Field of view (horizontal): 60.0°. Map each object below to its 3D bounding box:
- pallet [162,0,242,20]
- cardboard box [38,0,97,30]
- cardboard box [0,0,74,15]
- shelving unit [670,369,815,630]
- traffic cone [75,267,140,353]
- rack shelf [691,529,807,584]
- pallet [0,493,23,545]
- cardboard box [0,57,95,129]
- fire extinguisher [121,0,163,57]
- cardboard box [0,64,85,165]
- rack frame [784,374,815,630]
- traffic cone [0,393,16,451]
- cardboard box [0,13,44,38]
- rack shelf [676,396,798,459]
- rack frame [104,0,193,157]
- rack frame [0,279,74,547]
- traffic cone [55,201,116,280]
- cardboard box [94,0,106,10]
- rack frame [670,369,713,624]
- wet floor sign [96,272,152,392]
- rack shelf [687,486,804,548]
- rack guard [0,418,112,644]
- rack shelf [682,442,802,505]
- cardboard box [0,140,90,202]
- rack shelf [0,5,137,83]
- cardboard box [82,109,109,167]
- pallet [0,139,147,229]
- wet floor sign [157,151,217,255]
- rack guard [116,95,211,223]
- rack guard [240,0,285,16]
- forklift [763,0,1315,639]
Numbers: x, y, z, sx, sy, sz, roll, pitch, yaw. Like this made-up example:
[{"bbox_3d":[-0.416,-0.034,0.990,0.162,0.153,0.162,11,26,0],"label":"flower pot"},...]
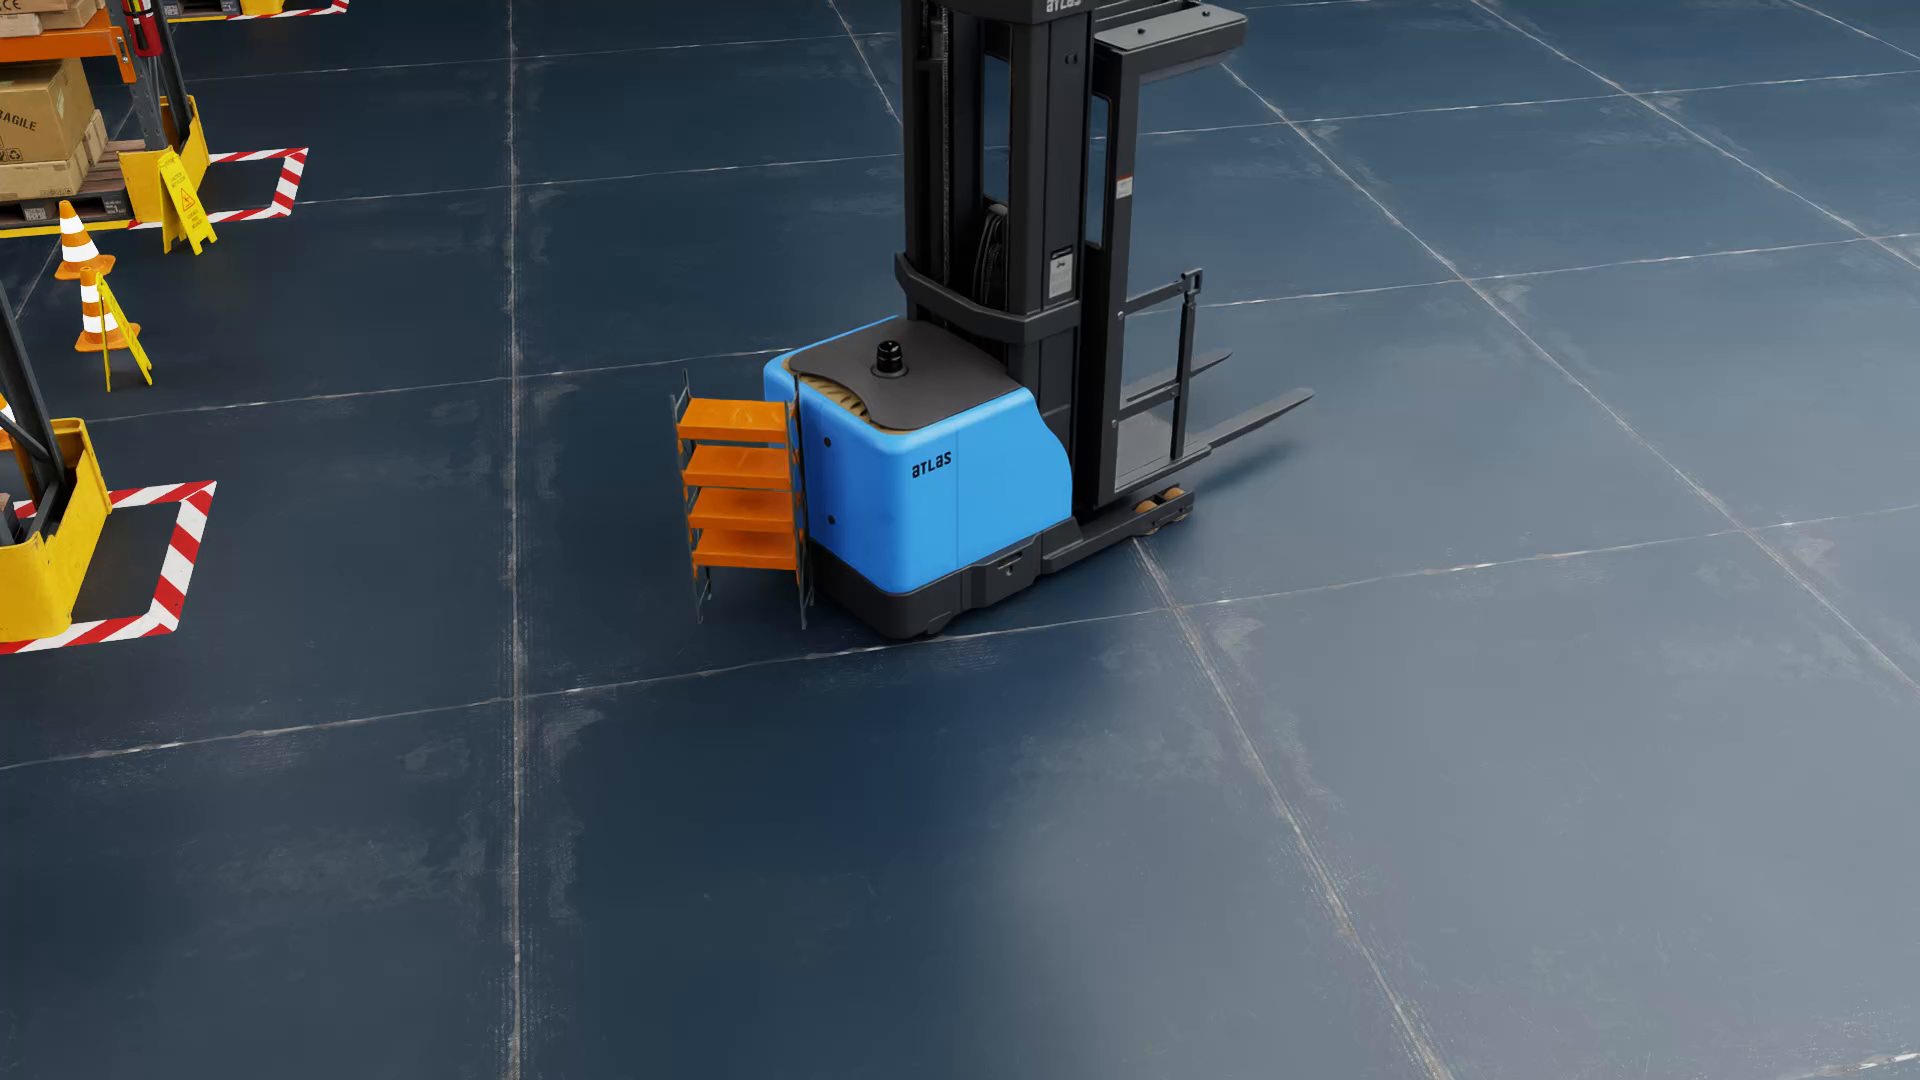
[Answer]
[{"bbox_3d":[-7.433,-5.203,15.814,1.213,0.211,1.003,-7,35,-11],"label":"pallet"},{"bbox_3d":[-5.915,-3.514,11.020,0.250,0.149,0.380,-6,34,-9],"label":"cardboard box"},{"bbox_3d":[-6.066,-3.729,10.759,0.500,0.500,0.500,-8,35,-11],"label":"cardboard box"},{"bbox_3d":[-0.953,-0.163,7.411,0.503,1.200,0.258,3,34,5],"label":"shelving unit"},{"bbox_3d":[-5.156,-1.412,9.938,0.334,0.463,0.336,-7,35,-11],"label":"traffic cone"},{"bbox_3d":[-0.950,0.057,7.560,0.480,0.148,0.258,3,34,5],"label":"rack shelf"},{"bbox_3d":[-5.170,0.196,7.769,1.213,0.211,1.003,-7,35,-11],"label":"pallet"},{"bbox_3d":[-6.469,-3.173,11.703,0.500,0.500,0.500,-8,35,-12],"label":"cardboard box"},{"bbox_3d":[-5.384,-3.512,10.861,0.183,0.674,0.296,-7,35,-11],"label":"fire extinguisher"},{"bbox_3d":[-6.322,-2.884,11.274,0.500,0.500,0.500,-7,34,-10],"label":"cardboard box"},{"bbox_3d":[-0.710,-0.151,7.388,0.015,1.200,0.240,3,34,5],"label":"rack frame"},{"bbox_3d":[-5.238,-0.756,8.961,0.334,0.463,0.336,-7,35,-11],"label":"traffic cone"},{"bbox_3d":[-6.138,-3.423,10.884,0.250,0.149,0.380,-8,35,-11],"label":"cardboard box"},{"bbox_3d":[-0.957,-0.489,7.191,0.480,0.148,0.258,3,34,5],"label":"rack shelf"},{"bbox_3d":[-5.598,-3.781,11.192,0.127,3.000,1.000,-7,35,-11],"label":"rack frame"},{"bbox_3d":[-4.407,-1.103,7.201,0.127,3.000,1.000,-7,35,-11],"label":"rack frame"},{"bbox_3d":[-5.733,-1.973,10.775,0.334,0.463,0.336,-7,35,-11],"label":"traffic cone"},{"bbox_3d":[-5.975,-3.747,11.367,0.250,0.149,0.380,-7,35,-10],"label":"cardboard box"},{"bbox_3d":[-1.195,-0.176,7.434,0.015,1.200,0.240,3,34,5],"label":"rack frame"},{"bbox_3d":[-4.816,-1.205,9.466,0.232,0.644,0.267,-13,36,-19],"label":"wet floor sign"},{"bbox_3d":[-0.952,-0.107,7.449,0.480,0.148,0.258,3,34,5],"label":"rack shelf"},{"bbox_3d":[-4.384,-0.068,7.902,0.348,0.500,1.175,-7,35,-11],"label":"rack guard"},{"bbox_3d":[-0.954,-0.293,7.324,0.480,0.148,0.258,3,34,5],"label":"rack shelf"},{"bbox_3d":[-6.350,-2.565,11.471,0.500,0.250,0.500,-7,35,-11],"label":"cardboard box"},{"bbox_3d":[-7.548,-3.236,11.026,4.000,0.370,1.077,-7,35,-11],"label":"rack shelf"},{"bbox_3d":[-6.446,-2.864,11.917,0.500,0.250,0.500,-7,35,-11],"label":"cardboard box"},{"bbox_3d":[-6.472,-2.533,11.835,1.213,0.211,1.003,-7,35,-11],"label":"pallet"},{"bbox_3d":[-5.176,-2.245,11.016,0.232,0.644,0.267,4,34,6],"label":"wet floor sign"},{"bbox_3d":[-5.672,-2.733,11.874,0.348,0.500,1.175,-7,35,-11],"label":"rack guard"},{"bbox_3d":[-6.673,-5.443,15.912,0.348,0.500,1.175,-7,35,-11],"label":"rack guard"},{"bbox_3d":[0.553,-1.448,7.778,3.031,2.935,1.130,-24,41,-32],"label":"forklift"}]
